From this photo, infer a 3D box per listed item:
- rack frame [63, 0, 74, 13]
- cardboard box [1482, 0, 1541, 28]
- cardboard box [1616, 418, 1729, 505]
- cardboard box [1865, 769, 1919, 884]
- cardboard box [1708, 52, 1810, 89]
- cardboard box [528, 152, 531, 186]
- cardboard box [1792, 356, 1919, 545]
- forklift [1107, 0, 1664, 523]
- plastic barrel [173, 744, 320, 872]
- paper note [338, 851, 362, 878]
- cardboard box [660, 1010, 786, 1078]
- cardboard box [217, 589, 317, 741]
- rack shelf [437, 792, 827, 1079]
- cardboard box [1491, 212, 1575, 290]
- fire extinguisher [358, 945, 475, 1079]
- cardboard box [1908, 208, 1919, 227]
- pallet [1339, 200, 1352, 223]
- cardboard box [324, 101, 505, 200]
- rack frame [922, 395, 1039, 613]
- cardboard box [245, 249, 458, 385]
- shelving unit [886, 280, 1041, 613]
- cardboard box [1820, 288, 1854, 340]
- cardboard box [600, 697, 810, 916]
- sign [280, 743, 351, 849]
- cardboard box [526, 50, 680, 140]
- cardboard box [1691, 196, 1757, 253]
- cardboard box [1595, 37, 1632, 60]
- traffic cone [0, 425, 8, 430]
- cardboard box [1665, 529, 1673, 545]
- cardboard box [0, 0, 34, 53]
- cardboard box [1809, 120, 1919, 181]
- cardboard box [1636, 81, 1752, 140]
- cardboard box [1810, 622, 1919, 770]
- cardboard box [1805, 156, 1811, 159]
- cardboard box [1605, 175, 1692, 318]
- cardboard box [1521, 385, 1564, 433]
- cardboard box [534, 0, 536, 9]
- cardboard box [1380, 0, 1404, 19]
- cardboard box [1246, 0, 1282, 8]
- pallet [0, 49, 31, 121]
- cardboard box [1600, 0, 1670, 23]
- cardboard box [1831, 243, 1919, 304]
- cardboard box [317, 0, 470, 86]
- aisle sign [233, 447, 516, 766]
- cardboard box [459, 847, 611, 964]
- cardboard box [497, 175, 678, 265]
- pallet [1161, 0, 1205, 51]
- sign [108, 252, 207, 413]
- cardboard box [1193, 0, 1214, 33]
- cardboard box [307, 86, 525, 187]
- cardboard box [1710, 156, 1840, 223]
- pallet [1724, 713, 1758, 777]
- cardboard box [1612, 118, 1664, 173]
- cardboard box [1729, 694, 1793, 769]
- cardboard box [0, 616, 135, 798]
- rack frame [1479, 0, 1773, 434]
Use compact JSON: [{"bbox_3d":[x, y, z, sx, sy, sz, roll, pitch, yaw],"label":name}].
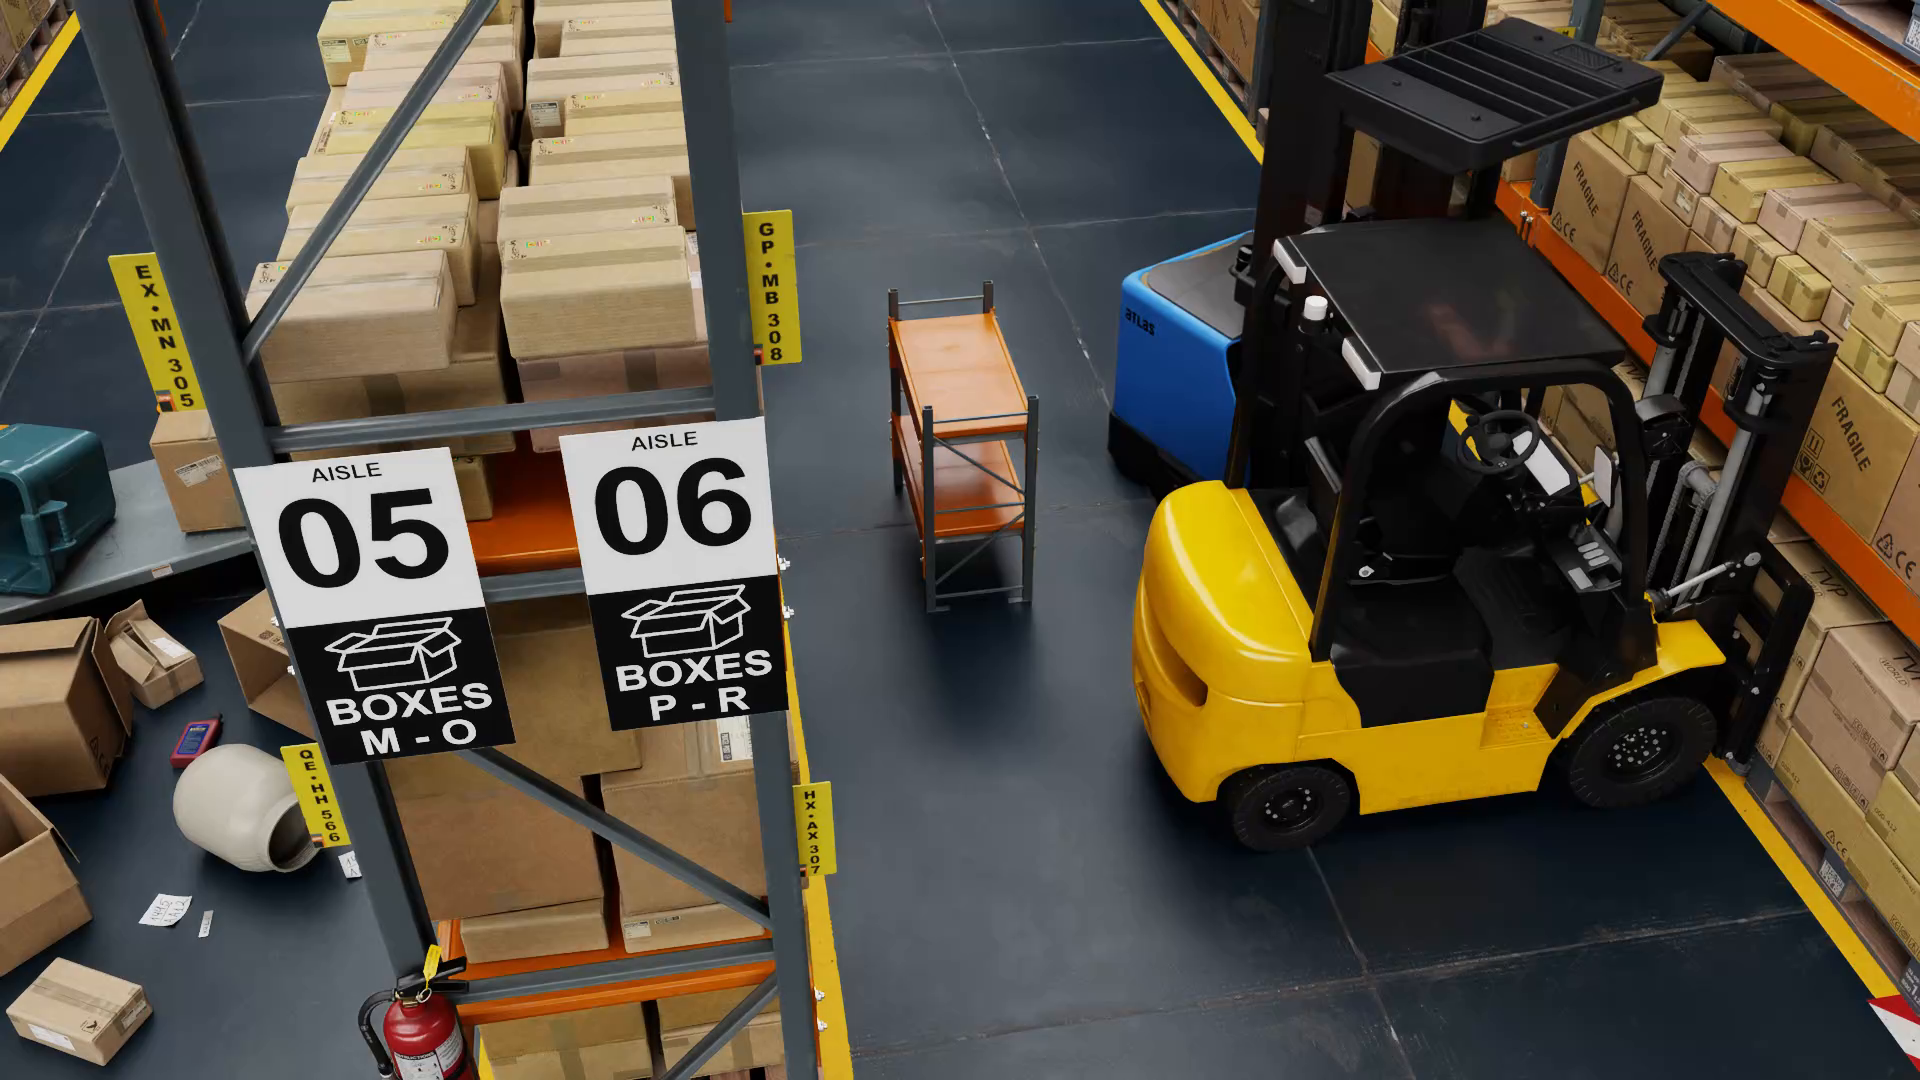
[{"bbox_3d":[-7.853,-5.541,12.837,1.000,3.000,0.127,-6,38,-8],"label":"rack frame"},{"bbox_3d":[2.782,-2.768,8.658,0.380,0.149,0.250,-7,38,-9],"label":"cardboard box"},{"bbox_3d":[3.245,-0.378,7.275,0.500,0.250,0.500,-5,38,-6],"label":"cardboard box"},{"bbox_3d":[3.599,1.040,5.858,0.500,0.250,0.500,-7,38,-9],"label":"cardboard box"},{"bbox_3d":[3.645,-2.091,7.544,0.380,0.149,0.250,-6,38,-8],"label":"cardboard box"},{"bbox_3d":[-0.798,-0.766,4.126,0.500,0.250,0.500,-7,38,-9],"label":"cardboard box"},{"bbox_3d":[3.476,-0.355,6.080,0.500,0.500,0.500,-7,38,-9],"label":"cardboard box"},{"bbox_3d":[2.019,-1.014,7.067,1.130,2.935,3.031,-23,43,-27],"label":"forklift"},{"bbox_3d":[-2.746,1.047,6.458,0.512,0.421,0.421,19,42,23],"label":"plastic barrel"},{"bbox_3d":[-2.346,1.254,6.510,0.142,0.019,0.148,-20,42,-23],"label":"paper note"},{"bbox_3d":[-0.763,1.517,5.651,0.500,0.250,0.500,-7,38,-8],"label":"cardboard box"},{"bbox_3d":[-2.747,0.478,7.126,0.500,0.500,0.500,19,42,23],"label":"cardboard box"},{"bbox_3d":[-1.244,0.190,6.047,1.077,0.370,4.000,-6,38,-8],"label":"rack shelf"},{"bbox_3d":[3.189,-1.380,9.075,0.875,0.625,0.625,-5,38,-6],"label":"cardboard box"},{"bbox_3d":[-1.327,1.263,4.142,0.296,0.674,0.183,-6,38,-8],"label":"fire extinguisher"},{"bbox_3d":[3.851,-1.158,6.342,0.380,0.149,0.250,-5,38,-7],"label":"cardboard box"},{"bbox_3d":[2.906,-1.916,10.444,1.003,0.211,1.213,-6,38,-8],"label":"pallet"},{"bbox_3d":[-1.308,-0.930,4.011,0.380,0.149,0.250,-6,38,-8],"label":"cardboard box"},{"bbox_3d":[0.088,-0.141,7.415,0.500,1.125,0.032,-6,38,-8],"label":"rack frame"},{"bbox_3d":[-1.244,-0.459,3.405,0.380,0.149,0.250,-6,38,-8],"label":"cardboard box"},{"bbox_3d":[-0.001,-0.448,7.810,0.538,1.125,1.048,-6,38,-8],"label":"shelving unit"},{"bbox_3d":[3.452,-0.830,6.163,0.380,0.149,0.250,-6,38,-8],"label":"cardboard box"},{"bbox_3d":[-0.704,0.641,4.556,0.500,0.500,0.500,-7,38,-9],"label":"cardboard box"},{"bbox_3d":[-1.444,0.579,3.758,0.100,0.325,0.005,-6,38,-8],"label":"sign"},{"bbox_3d":[-0.907,-1.130,4.269,0.380,0.149,0.250,-6,38,-8],"label":"cardboard box"},{"bbox_3d":[3.223,-1.287,6.751,0.380,0.149,0.250,-7,38,-8],"label":"cardboard box"},{"bbox_3d":[3.013,-2.316,8.076,0.380,0.149,0.250,-5,38,-6],"label":"cardboard box"},{"bbox_3d":[-5.199,-0.679,8.647,0.336,0.463,0.334,-6,38,-8],"label":"traffic cone"},{"bbox_3d":[3.327,0.124,7.037,0.500,0.250,0.500,-6,38,-8],"label":"cardboard box"},{"bbox_3d":[-7.386,-3.990,12.535,0.500,0.500,0.500,-7,38,-9],"label":"cardboard box"},{"bbox_3d":[3.813,-1.632,6.953,0.380,0.149,0.250,-7,38,-9],"label":"cardboard box"},{"bbox_3d":[3.207,-1.880,7.273,0.380,0.149,0.250,-6,38,-7],"label":"cardboard box"},{"bbox_3d":[3.509,0.551,6.080,0.500,0.250,0.500,-6,38,-7],"label":"cardboard box"},{"bbox_3d":[3.717,-1.659,7.230,0.380,0.149,0.250,-5,38,-7],"label":"cardboard box"},{"bbox_3d":[3.219,-1.269,7.257,0.500,0.500,0.500,-6,38,-7],"label":"cardboard box"},{"bbox_3d":[3.072,-0.790,8.214,0.500,0.250,0.500,-6,38,-8],"label":"cardboard box"},{"bbox_3d":[-1.088,-1.693,5.318,0.500,0.250,0.500,-7,38,-9],"label":"cardboard box"},{"bbox_3d":[2.702,-3.172,9.502,0.500,0.250,0.500,-6,38,-7],"label":"cardboard box"},{"bbox_3d":[2.254,-3.960,11.969,0.380,0.149,0.250,-8,39,-10],"label":"cardboard box"},{"bbox_3d":[-7.498,-3.231,12.137,1.003,0.211,1.213,-6,38,-8],"label":"pallet"},{"bbox_3d":[3.402,-2.688,8.555,0.380,0.149,0.250,-6,38,-8],"label":"cardboard box"},{"bbox_3d":[3.447,-0.955,6.081,0.380,0.149,0.250,-6,38,-7],"label":"cardboard box"},{"bbox_3d":[-1.546,-1.381,4.593,0.380,0.149,0.250,-5,38,-7],"label":"cardboard box"},{"bbox_3d":[-1.168,0.156,3.385,0.394,0.787,0.004,-6,38,-8],"label":"aisle sign"},{"bbox_3d":[-1.170,1.010,4.609,0.380,0.149,0.250,-5,38,-6],"label":"cardboard box"},{"bbox_3d":[-0.815,-0.673,3.682,0.380,0.149,0.250,-6,38,-8],"label":"cardboard box"},{"bbox_3d":[2.286,-4.343,13.569,1.003,0.211,1.213,-6,38,-8],"label":"pallet"},{"bbox_3d":[-1.444,-0.373,3.018,0.100,0.325,0.005,-6,38,-8],"label":"sign"},{"bbox_3d":[2.132,-4.284,12.915,0.500,0.500,0.500,-5,38,-6],"label":"cardboard box"},{"bbox_3d":[-1.431,-1.026,4.460,0.500,0.250,0.500,-5,38,-7],"label":"cardboard box"},{"bbox_3d":[3.259,-1.405,6.661,0.380,0.149,0.250,-7,38,-9],"label":"cardboard box"},{"bbox_3d":[3.607,0.486,7.352,1.003,0.211,1.213,-6,38,-8],"label":"pallet"},{"bbox_3d":[3.135,-1.757,7.356,0.380,0.149,0.250,-5,38,-7],"label":"cardboard box"},{"bbox_3d":[3.442,0.643,6.776,0.500,0.250,0.500,-6,38,-7],"label":"cardboard box"},{"bbox_3d":[-3.866,0.694,6.736,0.797,0.637,0.503,-6,38,-8],"label":"cardboard box"},{"bbox_3d":[3.291,-1.838,8.071,1.000,3.000,0.127,-6,38,-8],"label":"rack frame"}]
